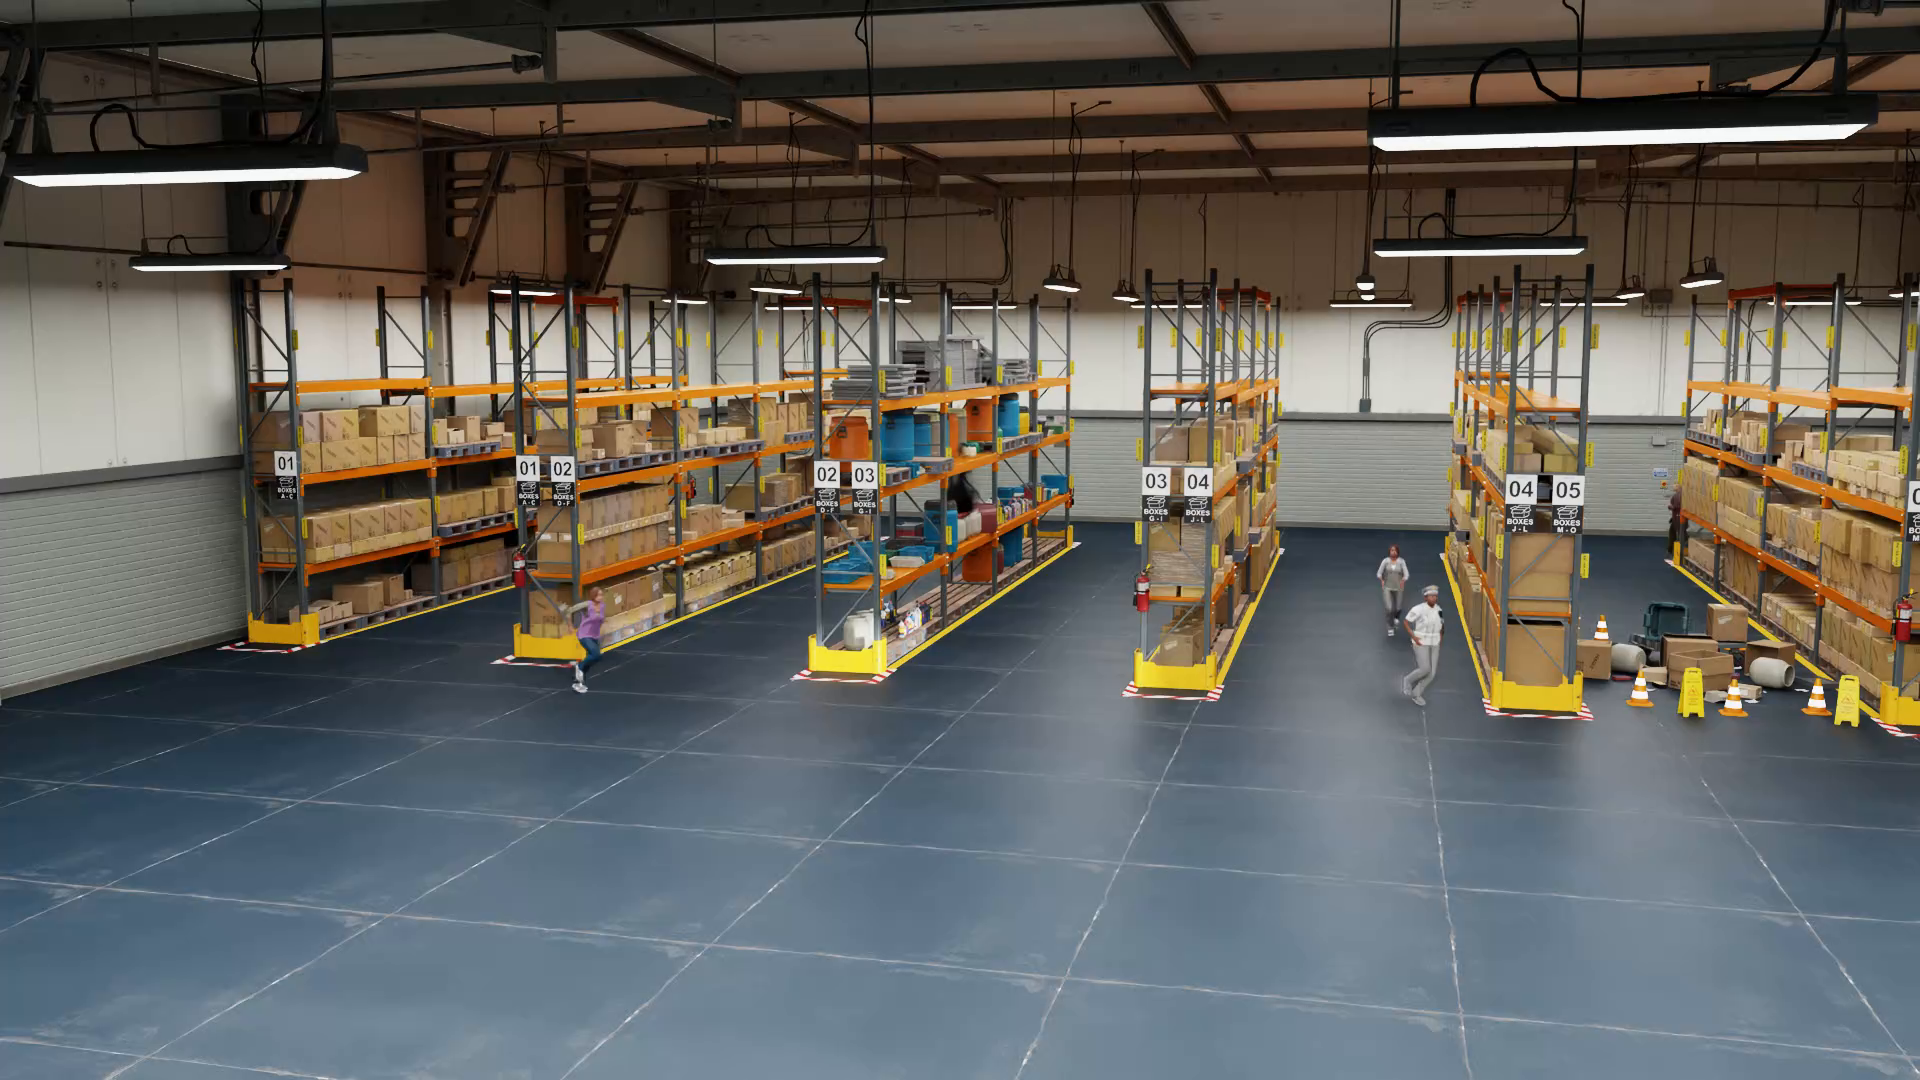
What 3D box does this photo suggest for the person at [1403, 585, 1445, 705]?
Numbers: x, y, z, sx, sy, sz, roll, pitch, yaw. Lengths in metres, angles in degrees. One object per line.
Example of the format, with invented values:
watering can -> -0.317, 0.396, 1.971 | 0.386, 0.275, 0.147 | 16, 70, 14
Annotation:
person -> 6.453, 1.443, 22.981 | 0.610, 1.664, 0.509 | -2, 7, -18

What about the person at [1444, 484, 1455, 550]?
person -> 11.873, -0.542, 39.433 | 0.835, 1.763, 0.778 | 3, 7, 21

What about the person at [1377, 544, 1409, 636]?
person -> 7.359, 0.845, 28.310 | 0.534, 1.547, 0.565 | 2, 7, 13

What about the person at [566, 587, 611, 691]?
person -> -5.265, 1.414, 23.692 | 0.725, 1.522, 0.525 | 4, 8, 30

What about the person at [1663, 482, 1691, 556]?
person -> 16.654, -0.442, 38.337 | 0.875, 1.826, 0.716 | 4, 8, 32
